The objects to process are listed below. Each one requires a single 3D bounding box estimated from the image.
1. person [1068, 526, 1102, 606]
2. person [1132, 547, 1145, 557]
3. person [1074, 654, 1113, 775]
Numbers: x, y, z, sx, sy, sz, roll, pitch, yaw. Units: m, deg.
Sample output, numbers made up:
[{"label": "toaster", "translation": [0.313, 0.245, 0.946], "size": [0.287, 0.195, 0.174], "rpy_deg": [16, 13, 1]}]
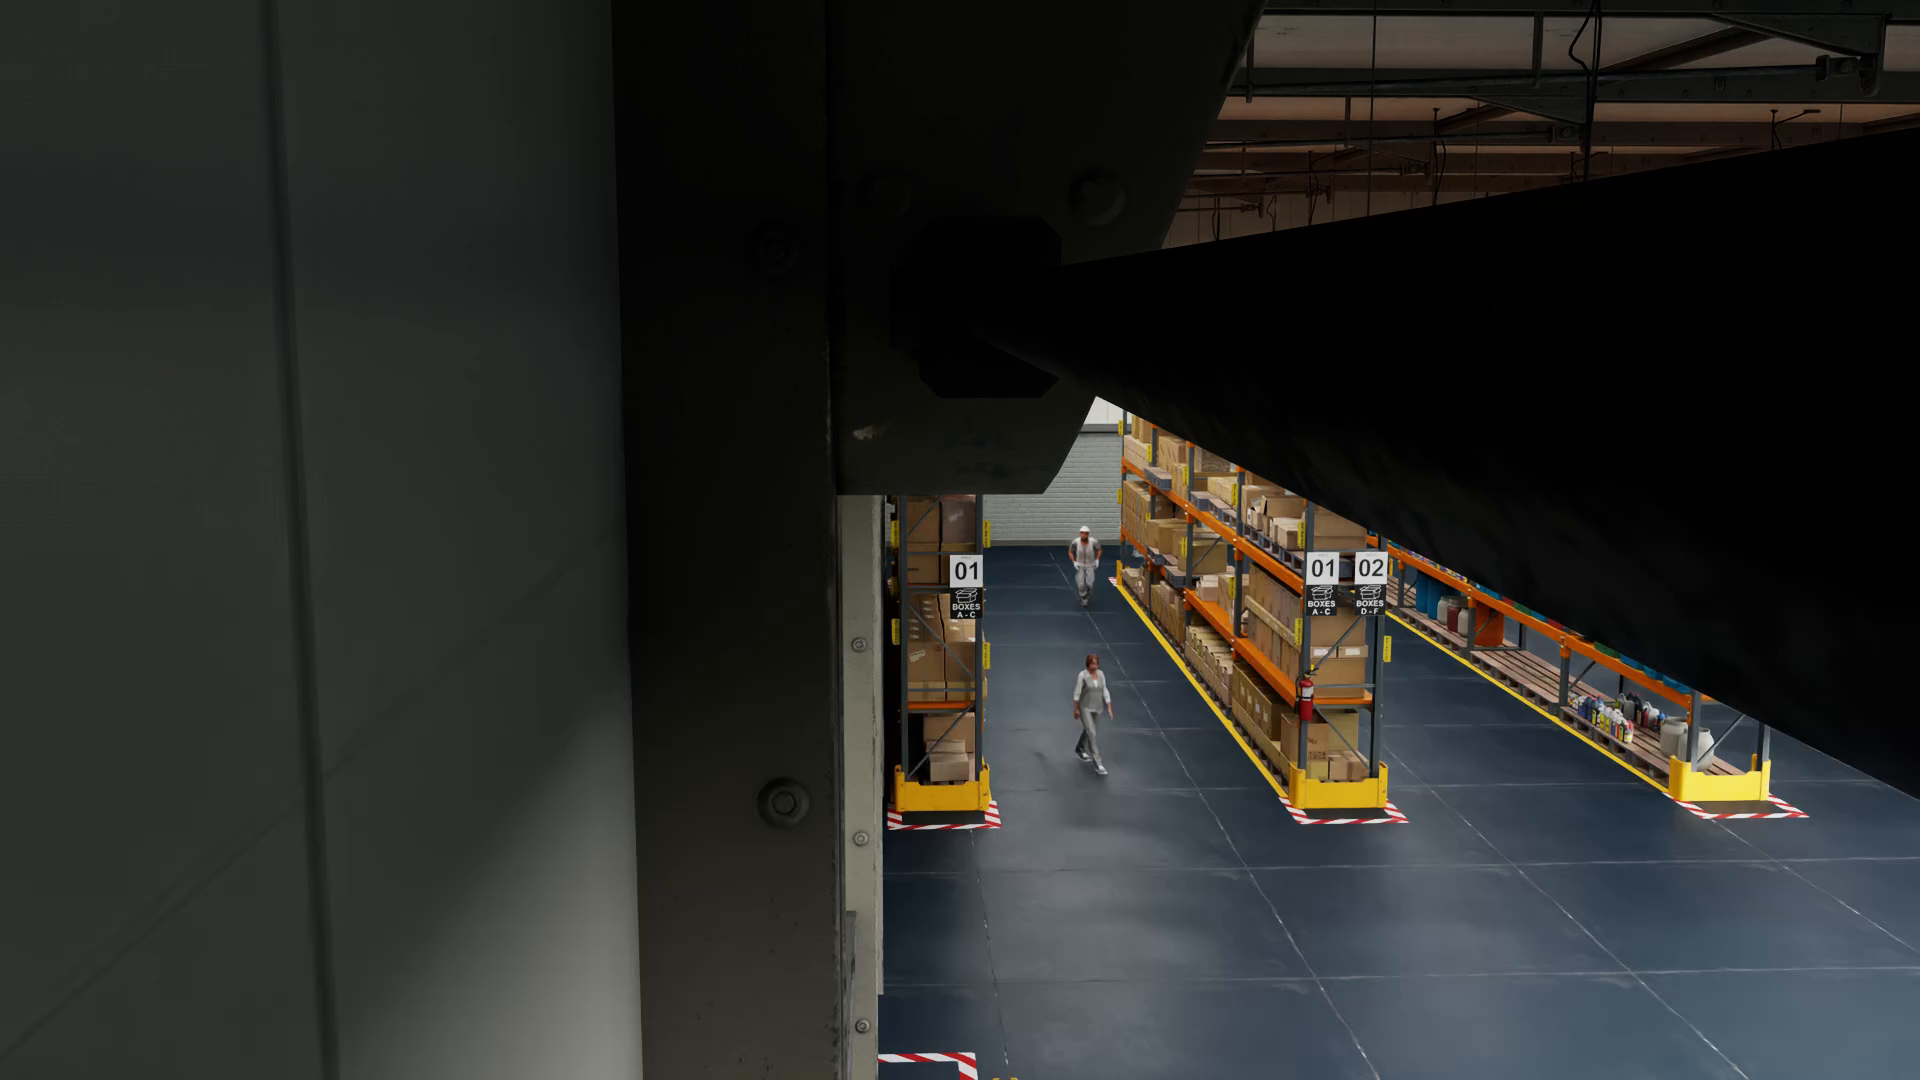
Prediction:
[{"label": "person", "translation": [2.544, 0.530, 33.780], "size": [0.688, 1.685, 0.645], "rpy_deg": [1, 8, 6]}, {"label": "person", "translation": [4.397, -0.369, 39.467], "size": [0.556, 1.714, 1.103], "rpy_deg": [-5, 10, -29]}, {"label": "person", "translation": [1.782, 2.279, 22.216], "size": [0.434, 1.545, 0.918], "rpy_deg": [-4, 9, -27]}]
